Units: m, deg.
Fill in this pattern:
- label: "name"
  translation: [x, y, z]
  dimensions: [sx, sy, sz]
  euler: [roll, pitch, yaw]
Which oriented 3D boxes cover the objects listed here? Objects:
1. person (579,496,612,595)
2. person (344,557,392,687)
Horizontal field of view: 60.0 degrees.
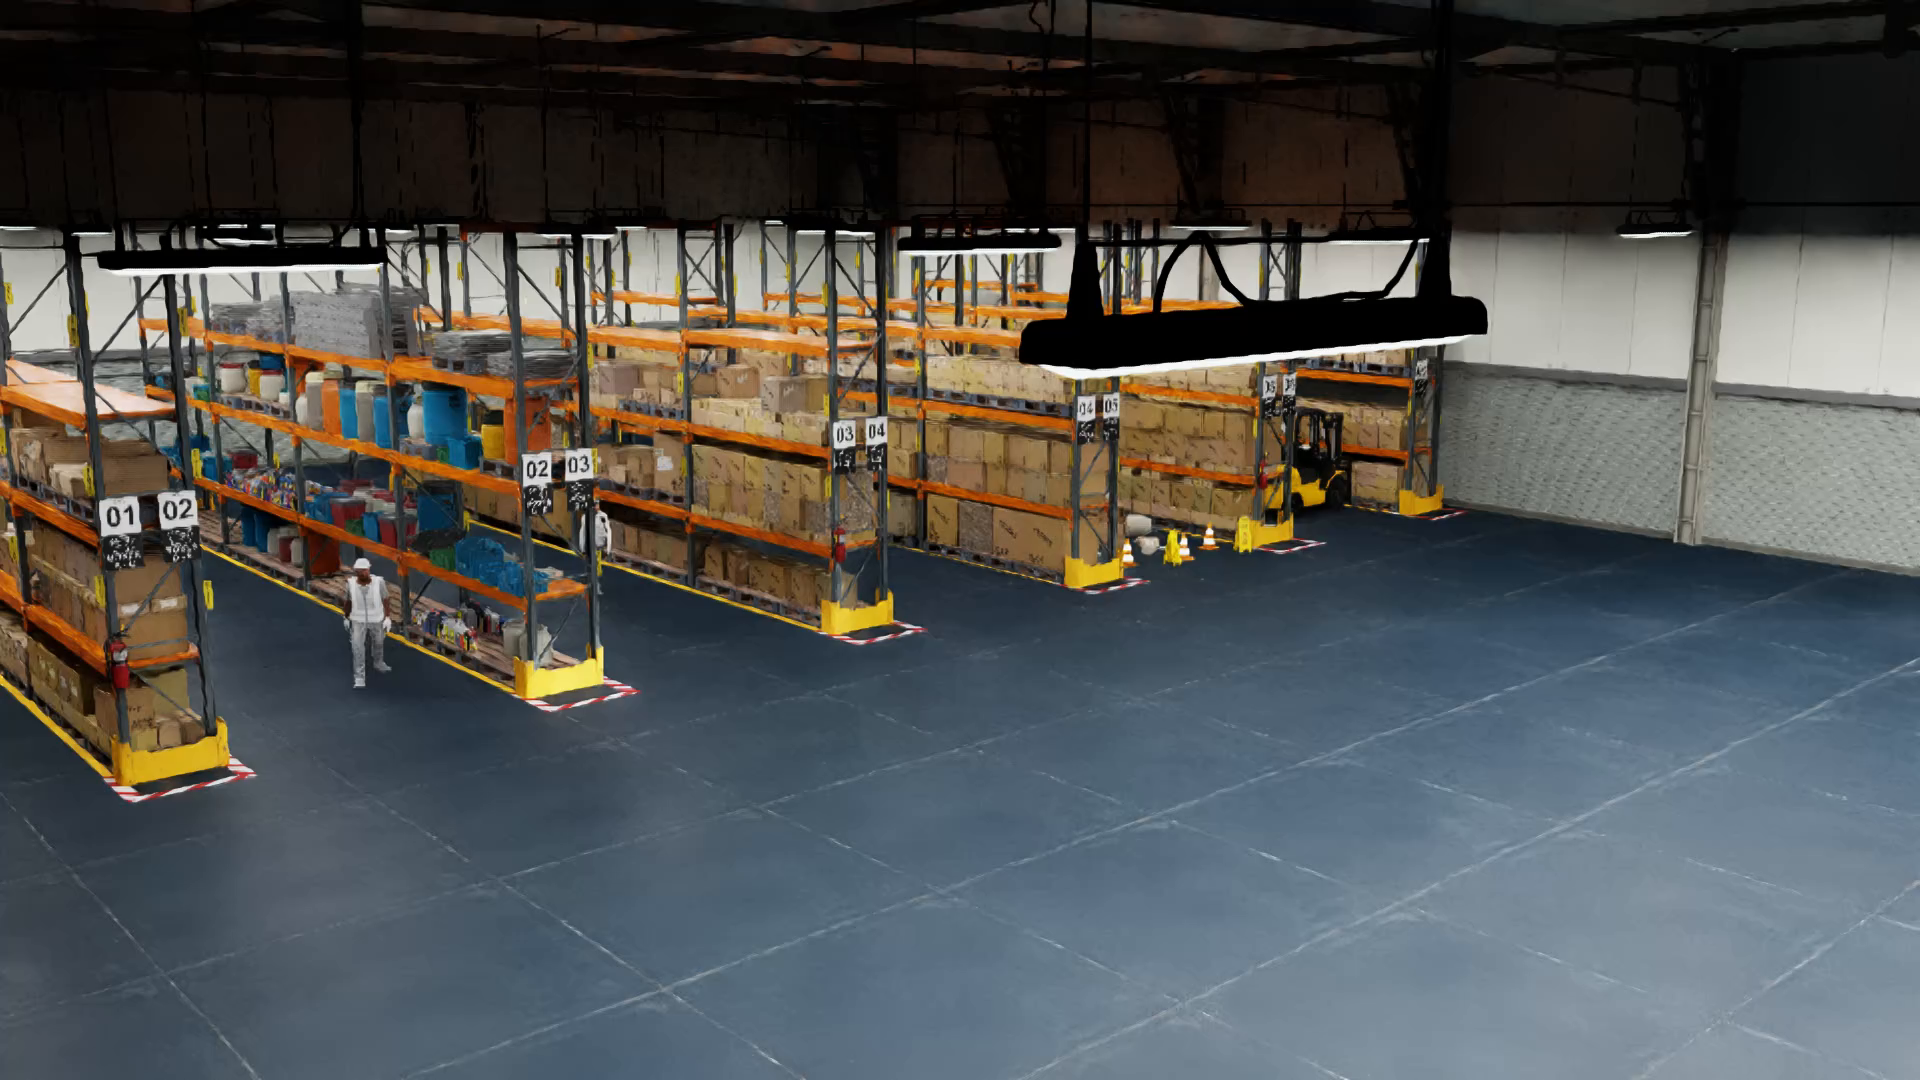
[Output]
- label: "person"
  translation: [-5.990, 0.056, 27.405]
  dimensions: [0.482, 1.621, 0.997]
  euler: [-7, 13, -32]
- label: "person"
  translation: [-7.940, 1.062, 22.281]
  dimensions: [0.603, 1.736, 0.984]
  euler: [-4, 12, -20]
